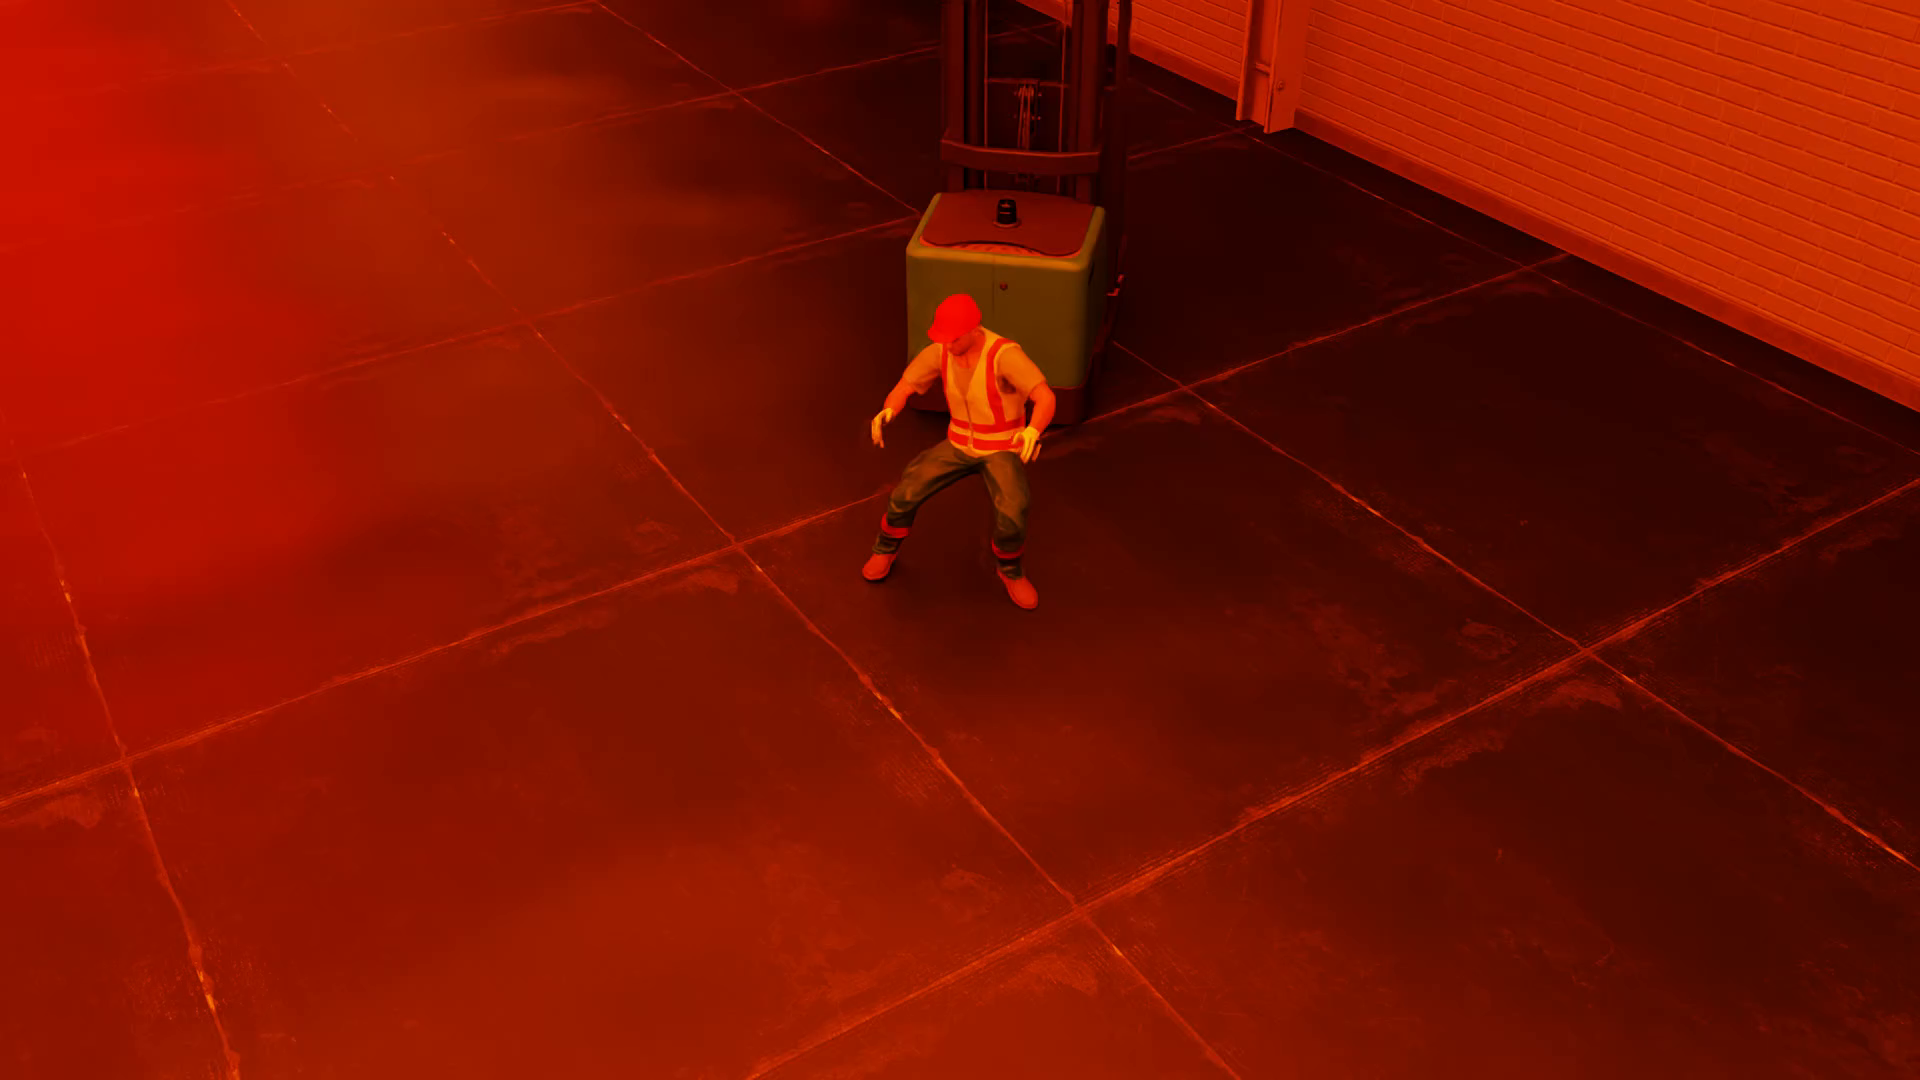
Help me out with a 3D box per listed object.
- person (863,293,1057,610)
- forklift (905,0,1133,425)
[{"bbox_3d":[0.007,-0.401,7.918,1.018,1.559,0.771,20,40,26],"label":"person"},{"bbox_3d":[0.484,-2.700,9.990,1.130,2.935,3.031,7,36,9],"label":"forklift"}]
